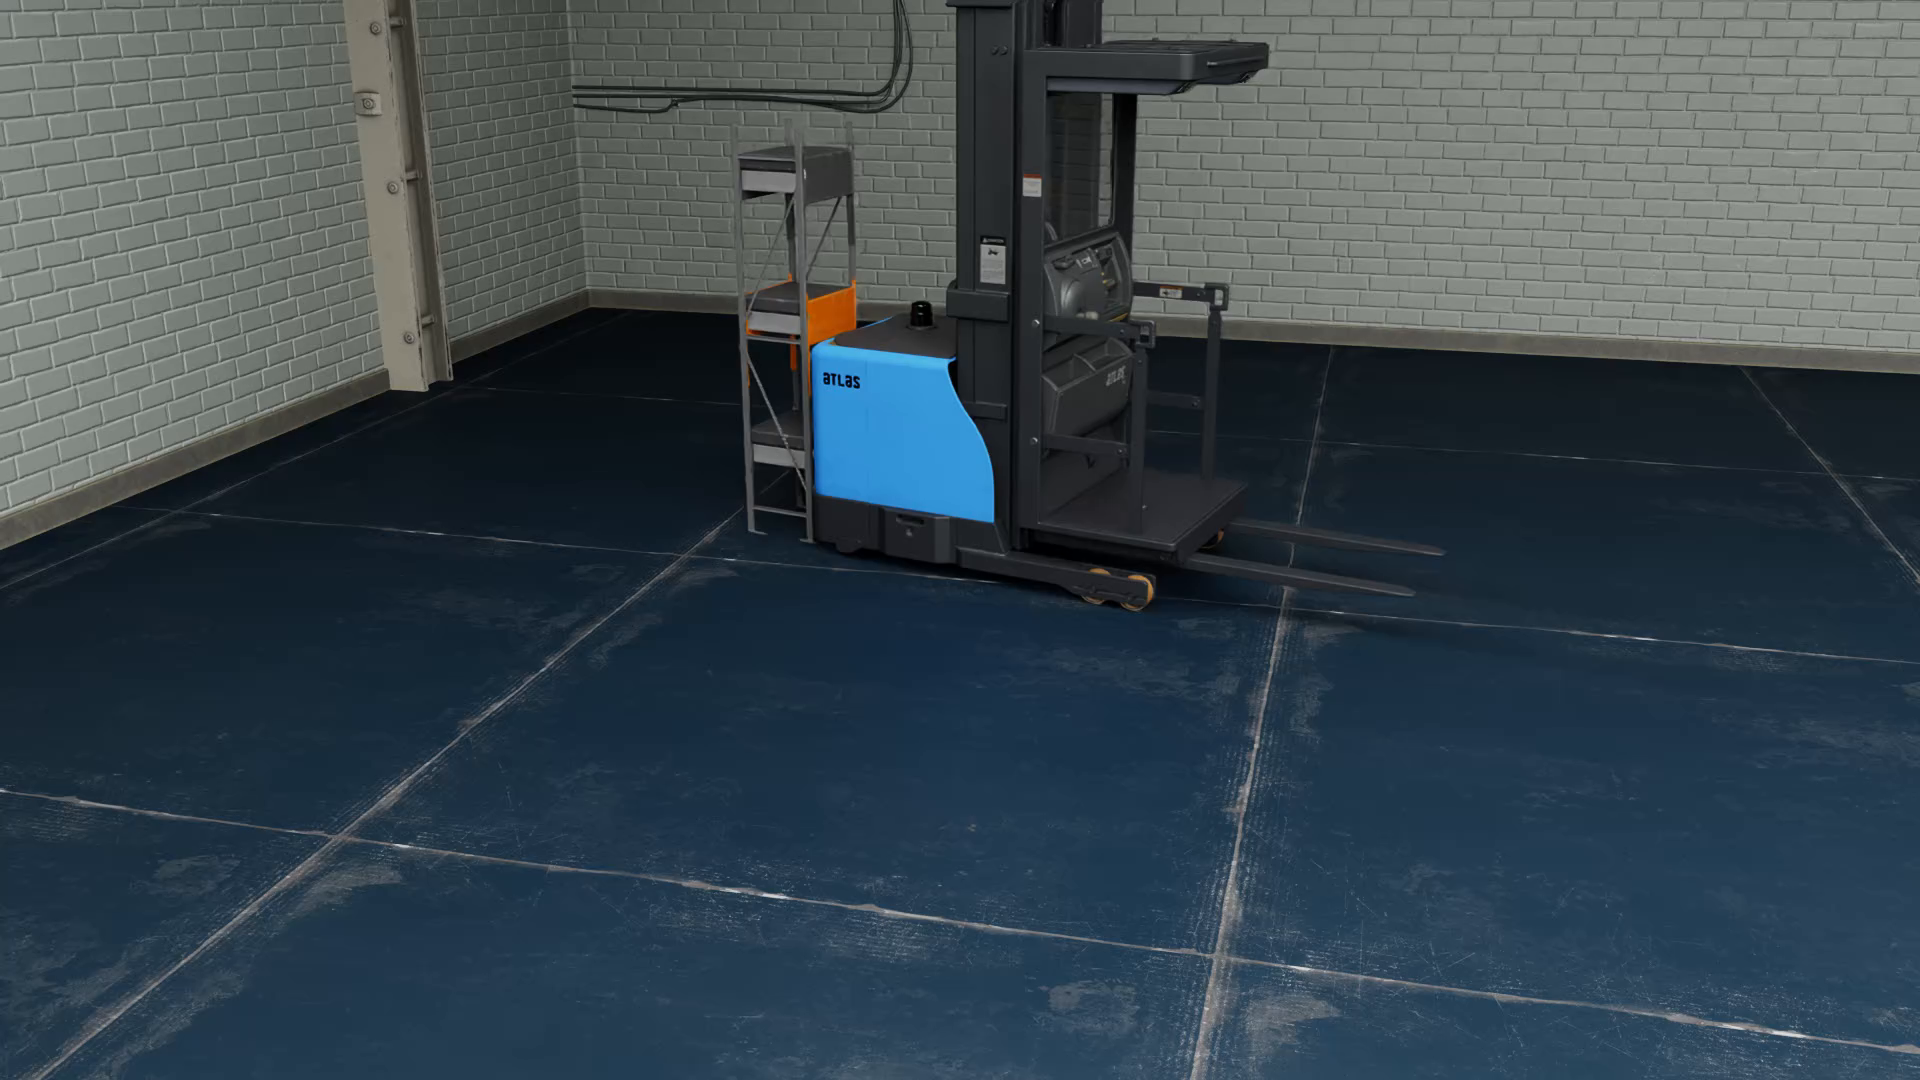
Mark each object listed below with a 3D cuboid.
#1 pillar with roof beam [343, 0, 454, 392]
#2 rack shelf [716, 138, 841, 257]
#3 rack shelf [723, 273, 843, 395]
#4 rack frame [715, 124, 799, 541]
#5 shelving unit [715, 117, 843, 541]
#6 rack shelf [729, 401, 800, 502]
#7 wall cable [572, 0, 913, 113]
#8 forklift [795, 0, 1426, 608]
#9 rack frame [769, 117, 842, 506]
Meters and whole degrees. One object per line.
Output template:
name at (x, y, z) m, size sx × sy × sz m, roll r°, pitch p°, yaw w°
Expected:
pillar with roof beam at (0.289, -5.042, 9.526) m, size 9.100 × 9.000 × 0.400 m, roll 5°, pitch 19°, yaw 13°
rack shelf at (-0.912, -1.741, 8.412) m, size 0.431 × 0.518 × 0.480 m, roll 9°, pitch 21°, yaw 25°
rack shelf at (-0.912, -1.078, 8.639) m, size 0.431 × 0.518 × 0.480 m, roll 9°, pitch 21°, yaw 25°
rack frame at (-1.022, -1.021, 8.428) m, size 0.400 × 2.100 × 0.015 m, roll 9°, pitch 21°, yaw 25°
shelving unit at (-0.912, -1.091, 8.634) m, size 0.431 × 2.100 × 0.503 m, roll 9°, pitch 21°, yaw 25°
rack shelf at (-0.912, -0.416, 8.865) m, size 0.431 × 0.518 × 0.480 m, roll 9°, pitch 21°, yaw 25°
wall cable at (-1.884, -4.731, 13.421) m, size 3.097 × 2.526 × 0.112 m, roll 5°, pitch 19°, yaw 13°
forklift at (0.715, -1.267, 7.862) m, size 3.031 × 2.935 × 1.130 m, roll 10°, pitch 21°, yaw 26°
rack frame at (-0.803, -1.162, 8.841) m, size 0.400 × 2.100 × 0.015 m, roll 9°, pitch 21°, yaw 25°
